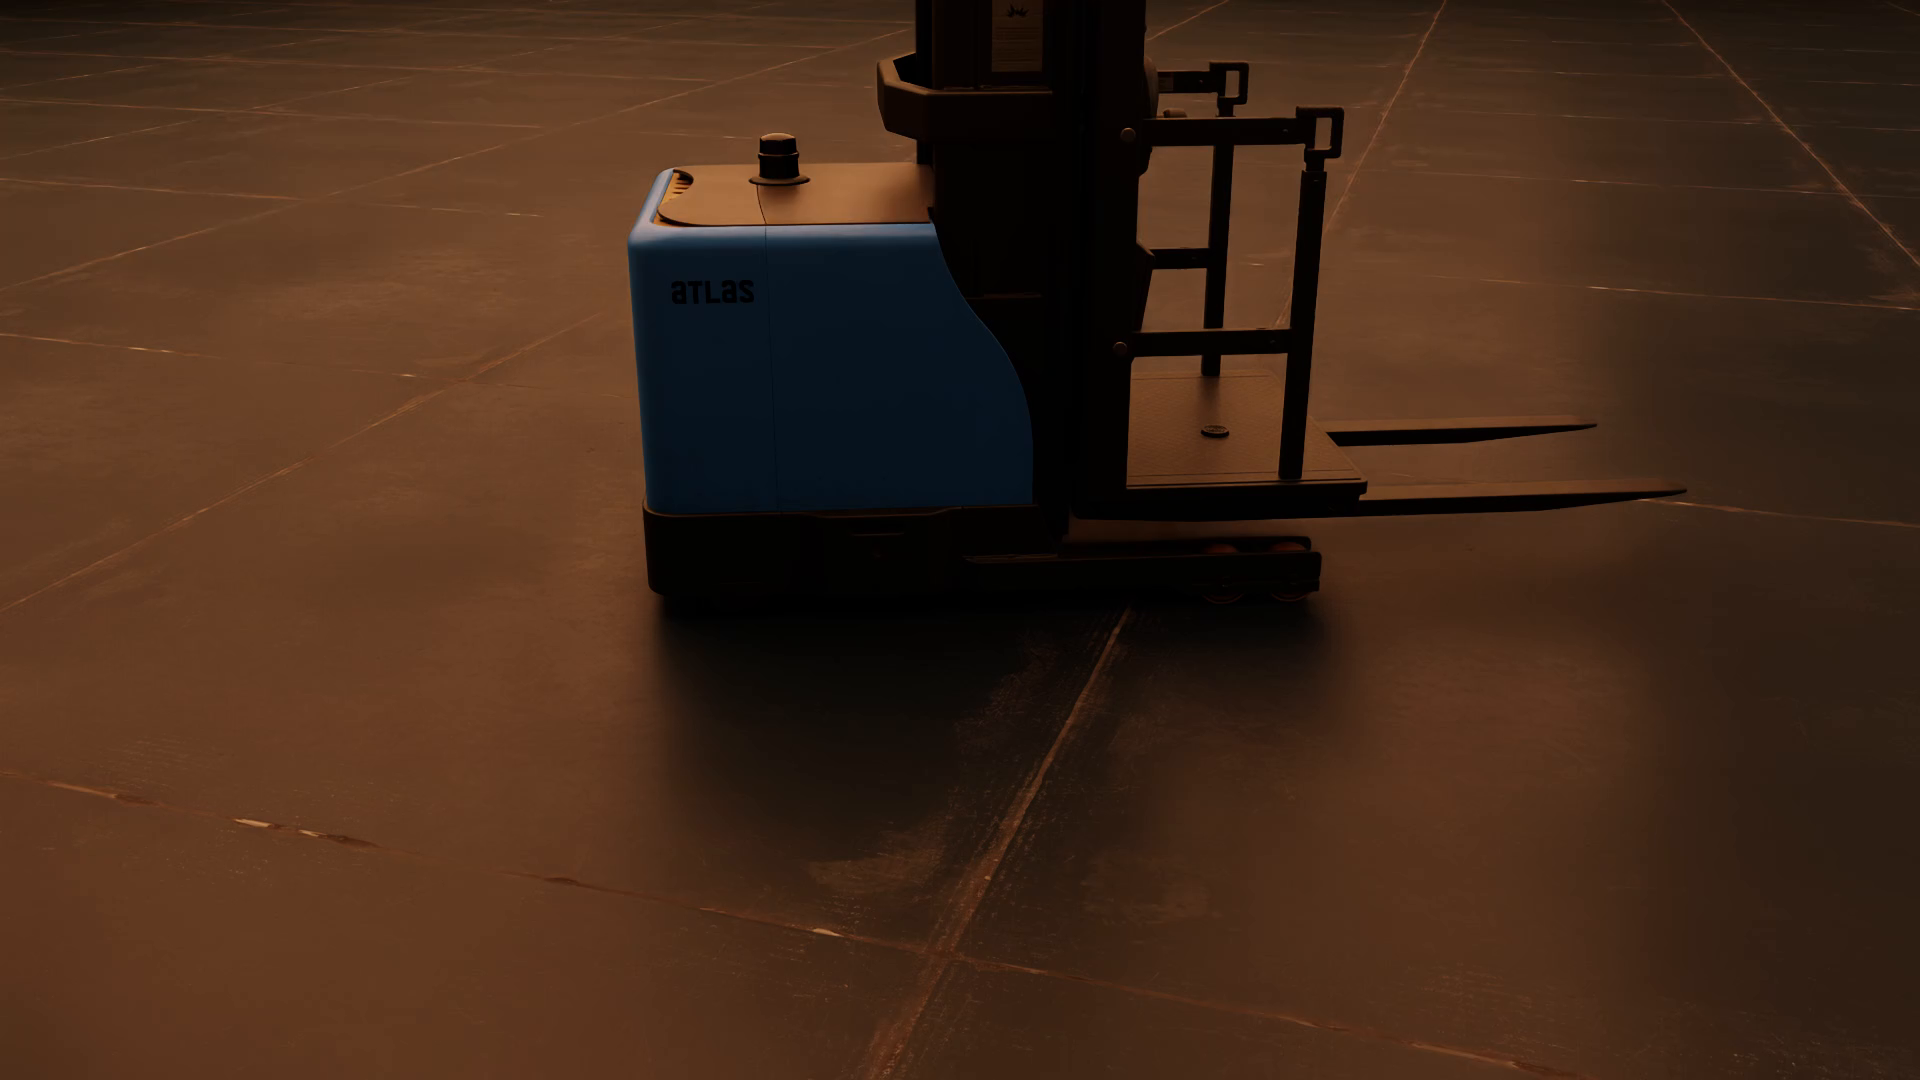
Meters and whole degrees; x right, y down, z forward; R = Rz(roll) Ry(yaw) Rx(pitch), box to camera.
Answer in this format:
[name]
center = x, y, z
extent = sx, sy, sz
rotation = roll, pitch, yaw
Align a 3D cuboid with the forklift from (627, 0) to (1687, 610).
[forklift]
center = 0.606, -1.374, 4.608
extent = 3.031, 2.935, 1.130
rotation = -2, 23, -4
